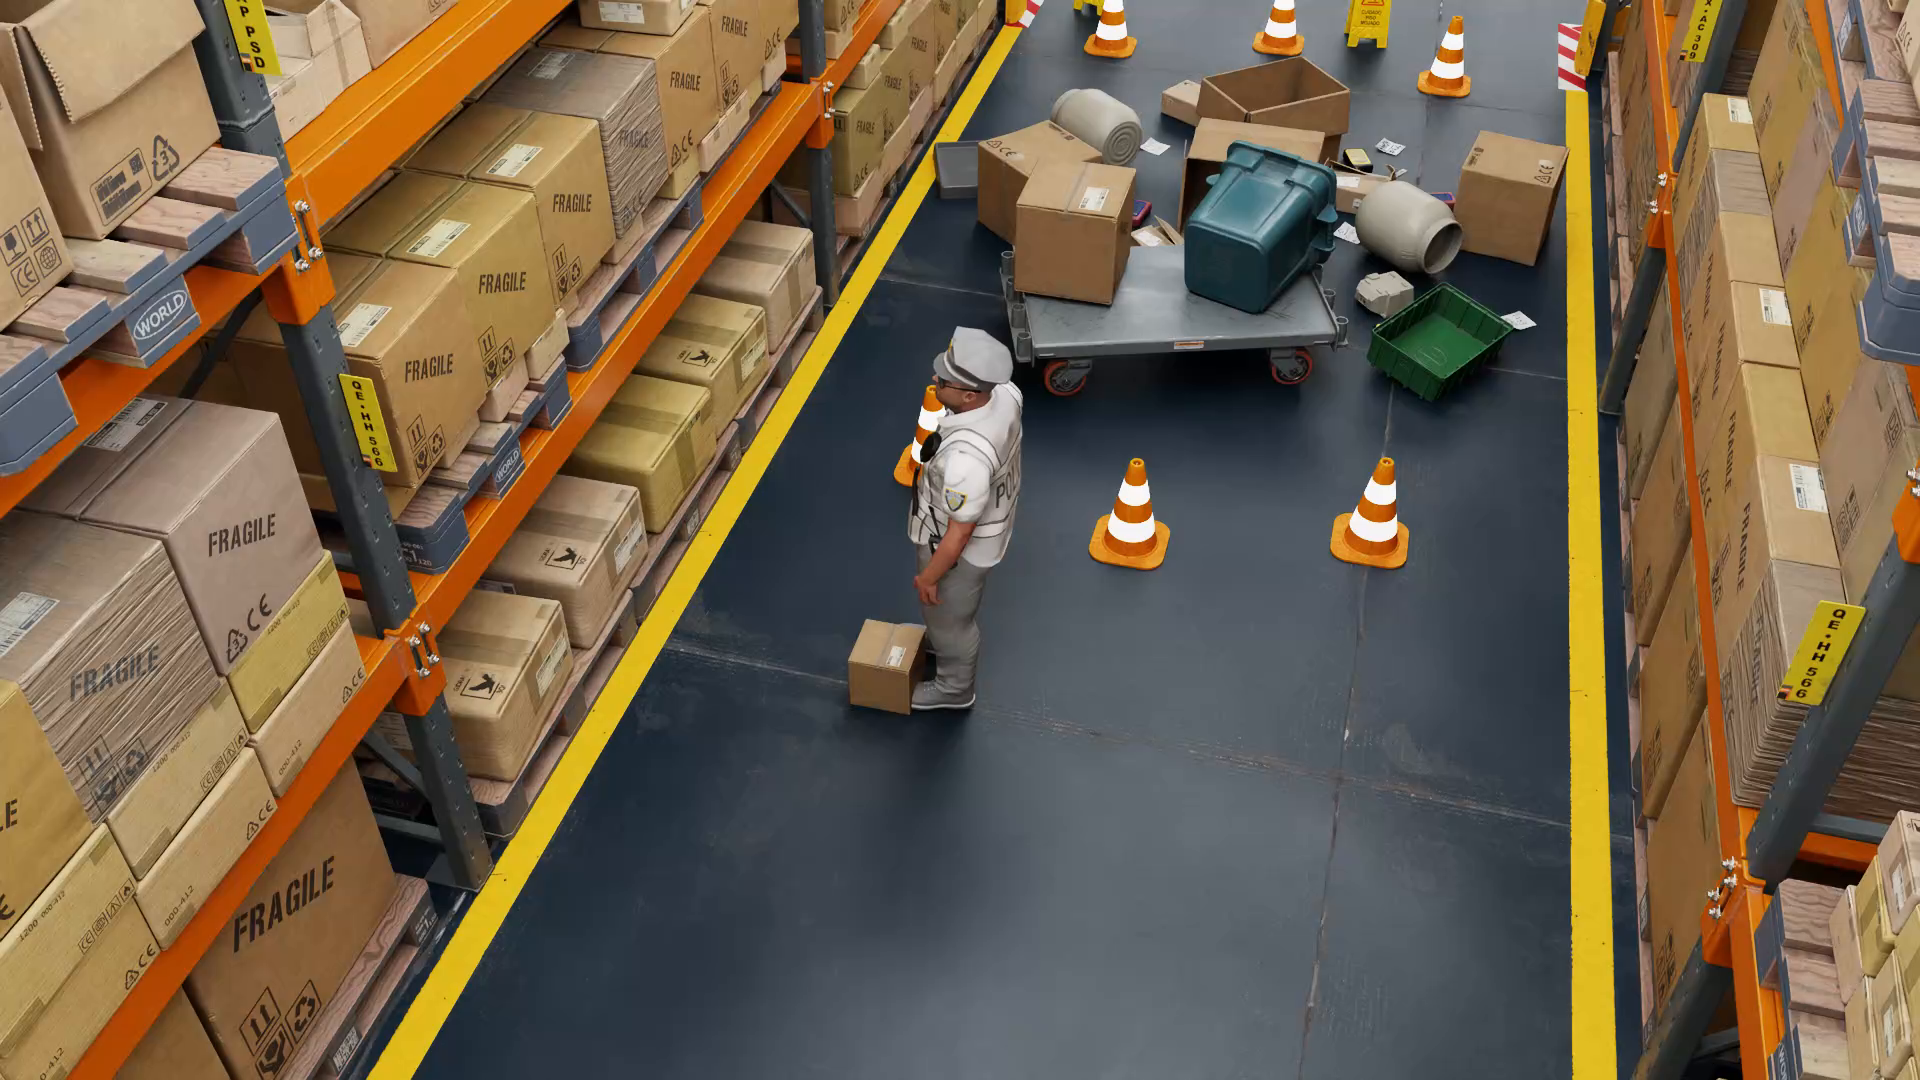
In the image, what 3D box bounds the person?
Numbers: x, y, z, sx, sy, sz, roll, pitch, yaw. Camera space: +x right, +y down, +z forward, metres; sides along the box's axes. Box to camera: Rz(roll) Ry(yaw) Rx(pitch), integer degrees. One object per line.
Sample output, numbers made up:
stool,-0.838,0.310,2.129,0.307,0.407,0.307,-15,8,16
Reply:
person,-0.076,-0.056,6.184,0.575,1.779,0.640,10,42,11
